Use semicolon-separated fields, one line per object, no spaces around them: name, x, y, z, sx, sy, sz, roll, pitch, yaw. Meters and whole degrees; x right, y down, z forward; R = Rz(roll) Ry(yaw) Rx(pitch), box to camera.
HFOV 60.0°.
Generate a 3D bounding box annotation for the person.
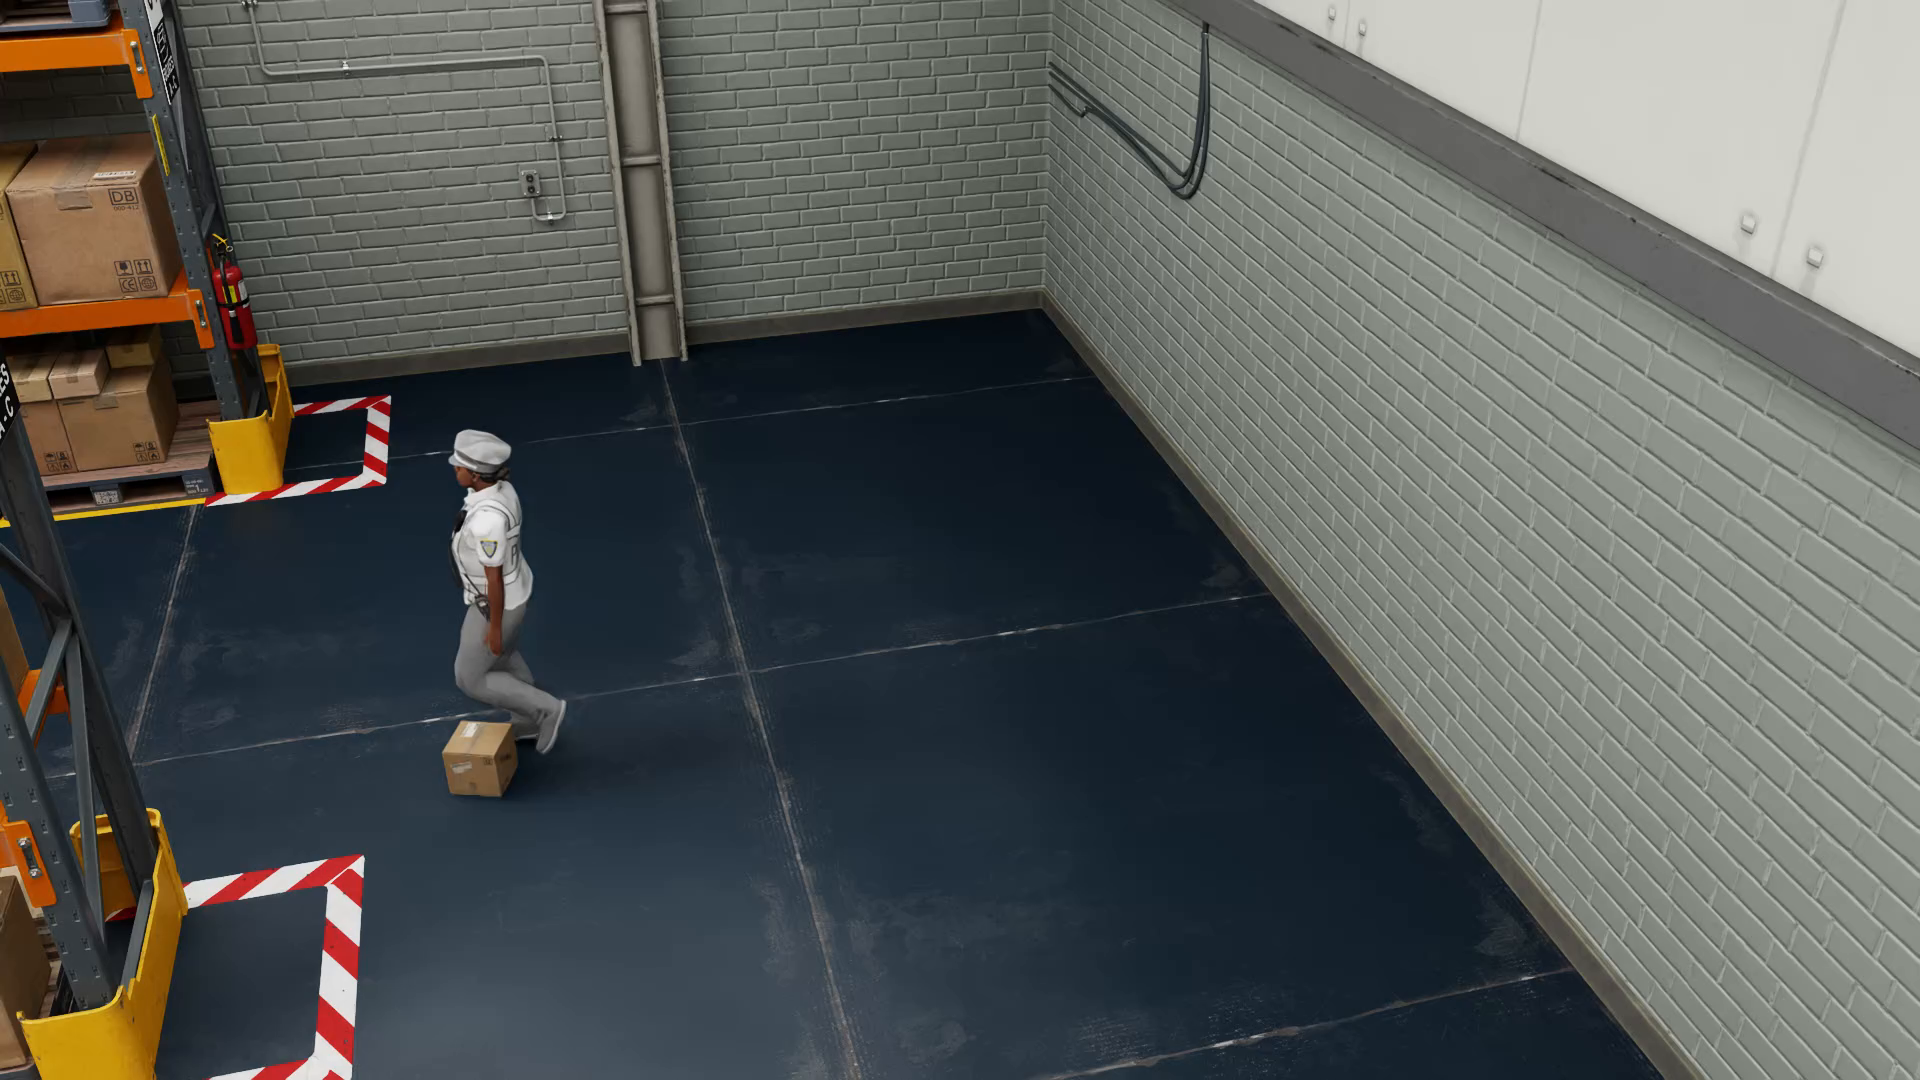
person;-2.130;0.269;7.693;0.454;1.685;0.478;-3;31;-6
